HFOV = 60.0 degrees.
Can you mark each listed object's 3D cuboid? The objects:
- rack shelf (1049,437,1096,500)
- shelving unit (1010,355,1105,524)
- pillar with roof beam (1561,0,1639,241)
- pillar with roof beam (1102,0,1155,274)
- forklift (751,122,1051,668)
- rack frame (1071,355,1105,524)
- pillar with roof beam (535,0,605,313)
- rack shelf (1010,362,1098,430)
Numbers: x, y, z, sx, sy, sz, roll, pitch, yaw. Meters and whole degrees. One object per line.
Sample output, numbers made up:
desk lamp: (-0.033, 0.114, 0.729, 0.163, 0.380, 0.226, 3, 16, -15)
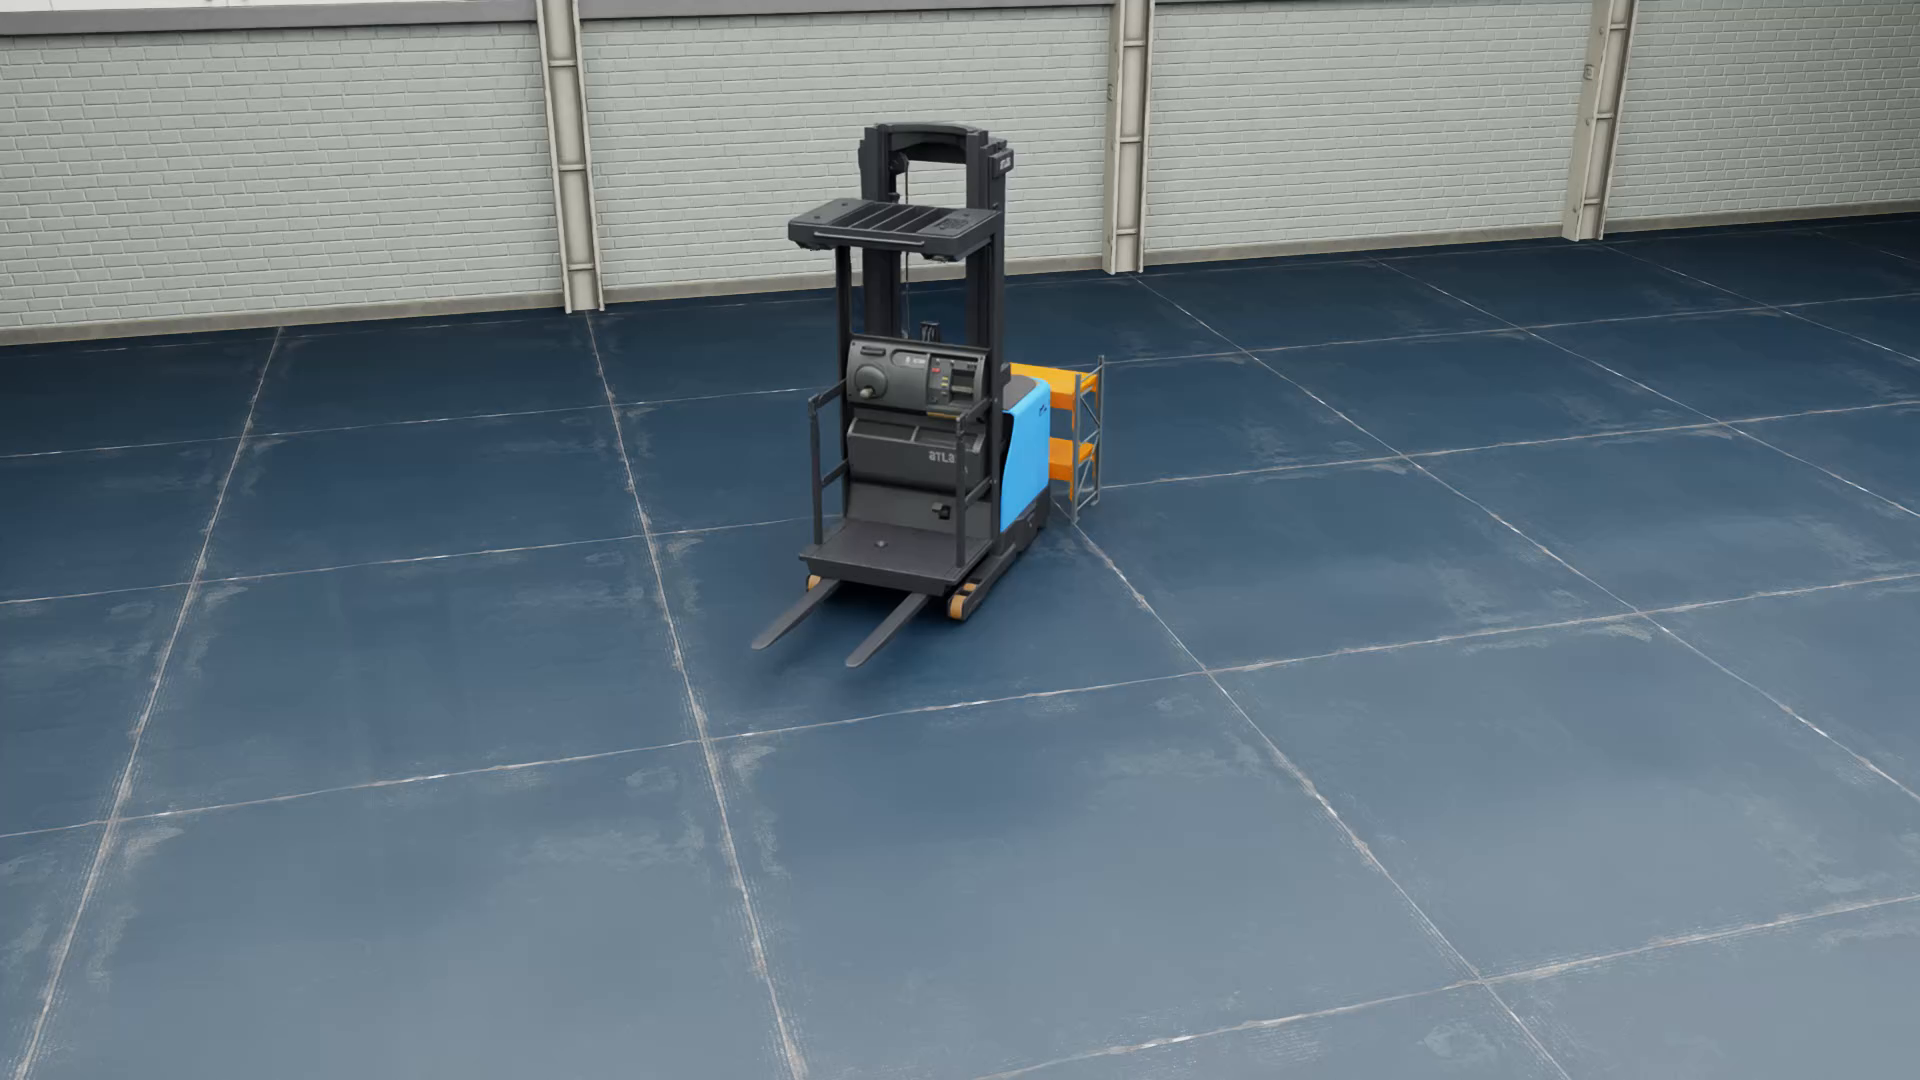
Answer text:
rack shelf: (0.464, -0.589, 12.316, 1.000, 0.278, 0.538, 11, 25, 23)
shelving unit: (0.464, -0.813, 12.219, 1.048, 1.125, 0.538, 11, 25, 23)
pillar with roof beam: (8.783, -6.210, 14.810, 0.400, 9.000, 9.100, -6, 24, -14)
pillar with roof beam: (3.006, -5.571, 13.321, 0.400, 9.000, 9.100, -6, 24, -14)
forklift: (-0.359, -1.019, 10.408, 1.130, 2.935, 3.031, 9, 25, 20)
rack frame: (0.923, -0.727, 12.018, 0.032, 1.125, 0.500, 11, 25, 23)
pillar with roof beam: (-2.771, -4.932, 11.831, 0.400, 9.000, 9.100, -6, 24, -14)
rack shelf: (0.464, -1.082, 12.104, 1.000, 0.278, 0.538, 11, 25, 23)
